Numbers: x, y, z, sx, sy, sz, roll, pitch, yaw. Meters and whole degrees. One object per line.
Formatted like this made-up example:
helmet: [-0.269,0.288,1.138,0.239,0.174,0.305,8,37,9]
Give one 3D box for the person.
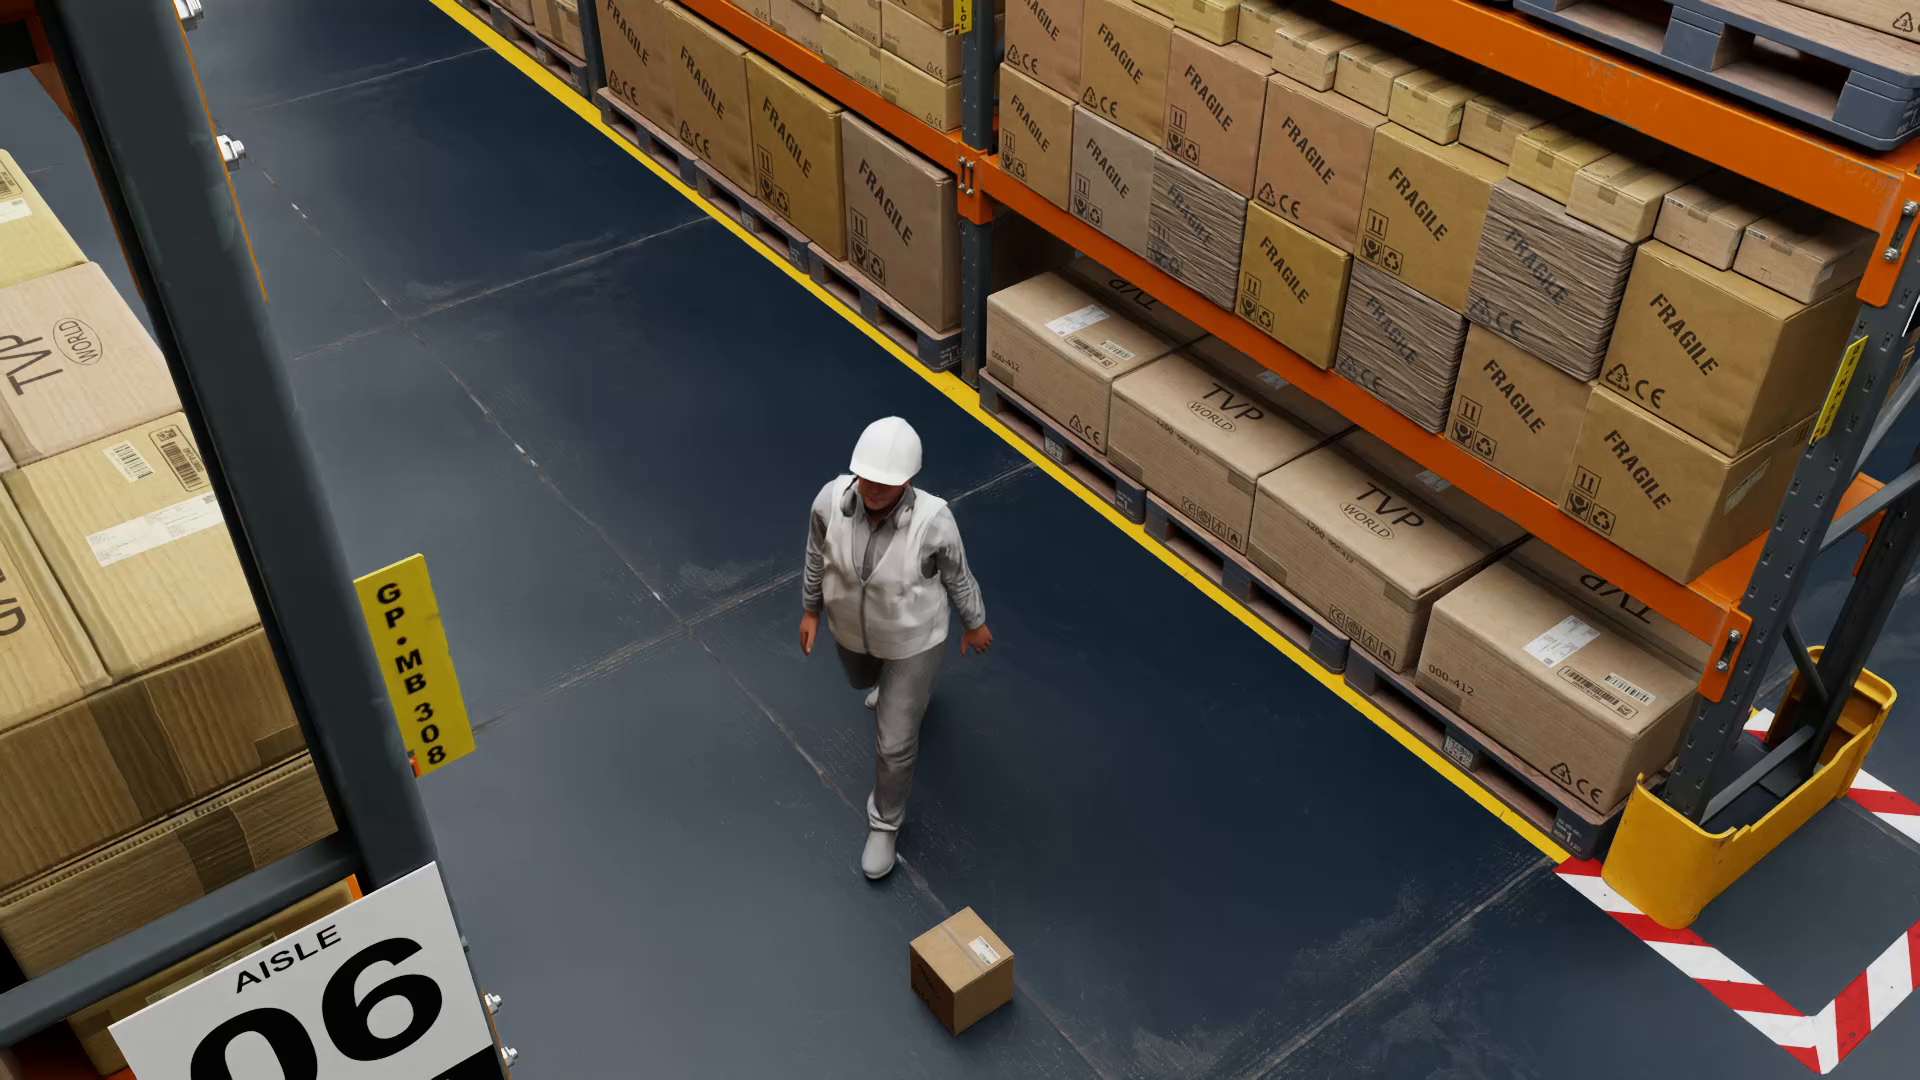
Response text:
person: [-0.232,0.268,5.824,0.640,1.738,0.976,15,42,17]
